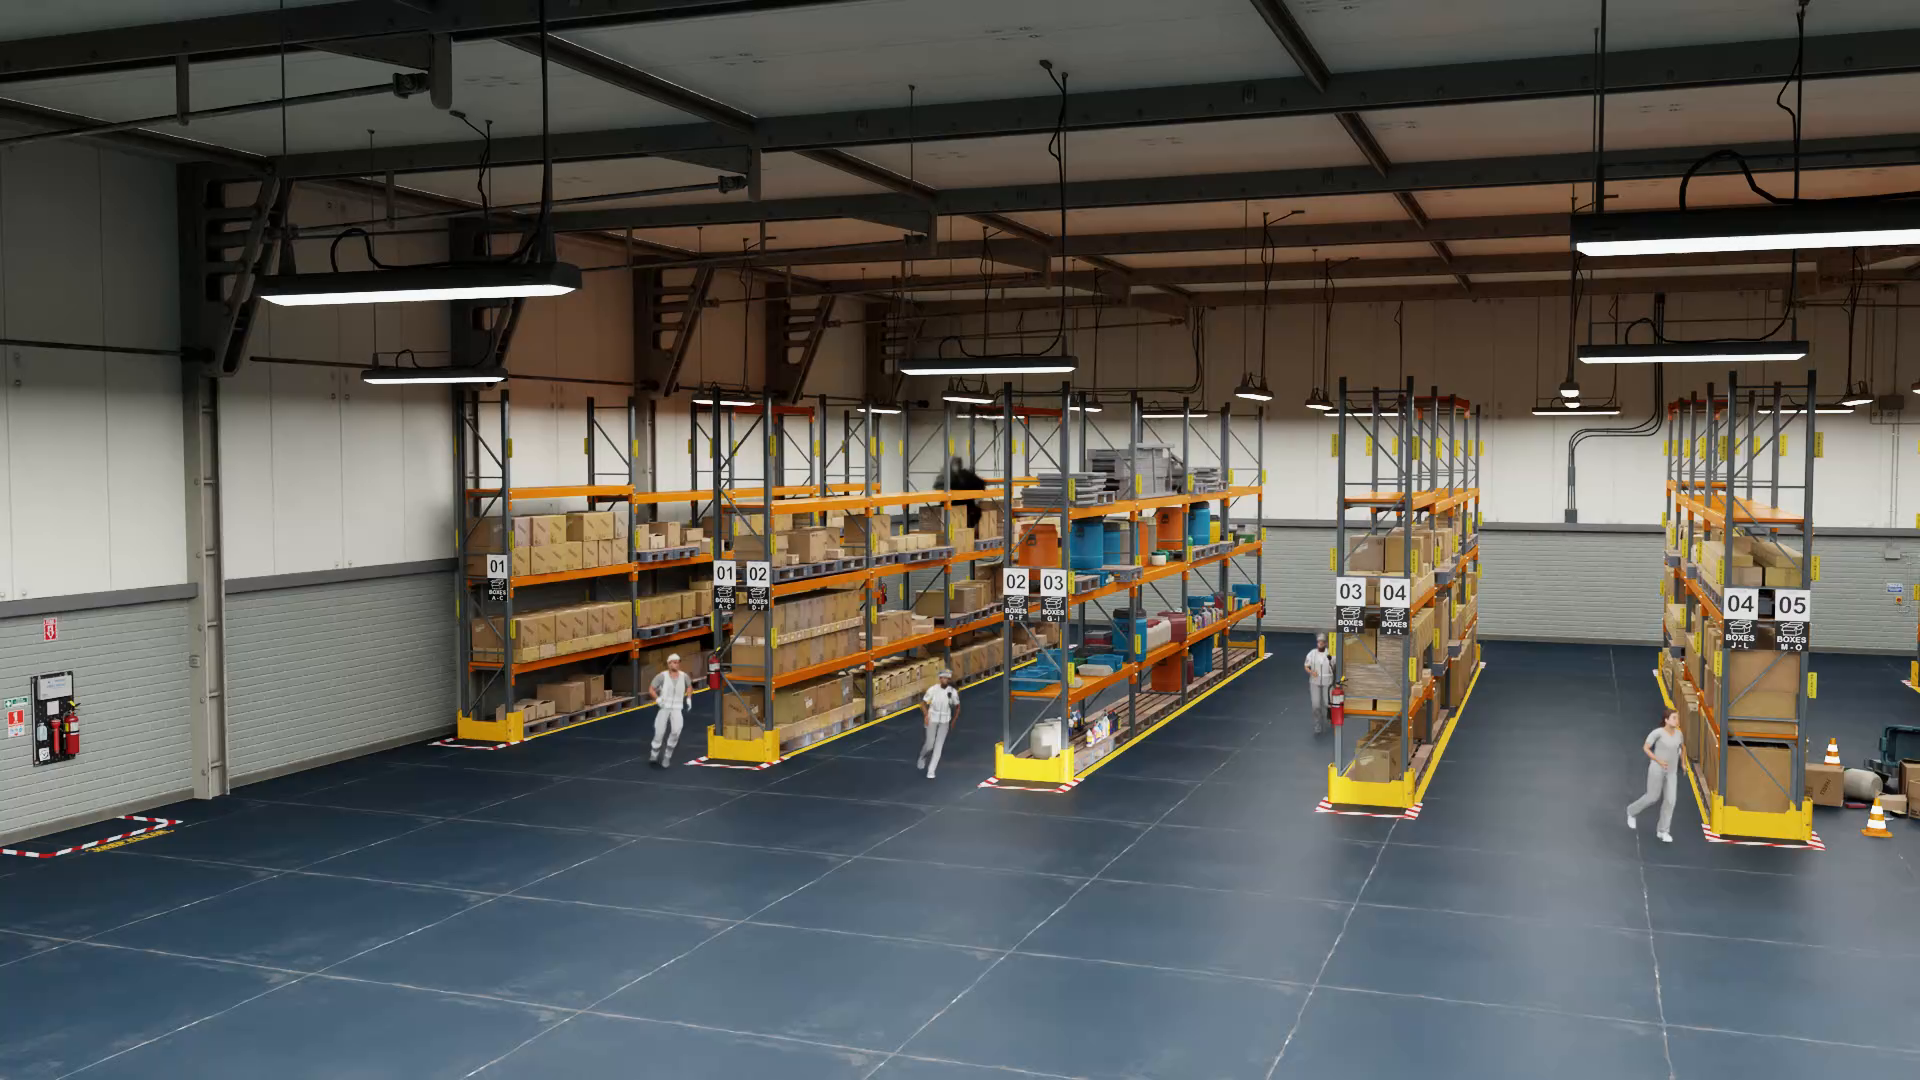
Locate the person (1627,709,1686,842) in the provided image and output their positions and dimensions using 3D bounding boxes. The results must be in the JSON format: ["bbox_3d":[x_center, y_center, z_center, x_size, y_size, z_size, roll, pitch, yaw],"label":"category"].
[{"bbox_3d":[9.105,2.991,21.483,0.635,1.651,0.829,-1,3,-11],"label":"person"}]

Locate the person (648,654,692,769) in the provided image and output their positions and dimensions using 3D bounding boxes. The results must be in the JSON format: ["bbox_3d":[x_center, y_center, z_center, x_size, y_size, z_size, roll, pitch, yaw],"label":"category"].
[{"bbox_3d":[-4.551,2.690,26.222,0.719,1.793,0.662,-1,3,-19],"label":"person"}]

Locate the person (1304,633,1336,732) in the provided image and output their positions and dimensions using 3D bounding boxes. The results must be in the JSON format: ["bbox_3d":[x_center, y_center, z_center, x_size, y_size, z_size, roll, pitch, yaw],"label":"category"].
[{"bbox_3d":[6.409,2.525,29.358,0.674,1.751,0.614,1,3,17],"label":"person"}]

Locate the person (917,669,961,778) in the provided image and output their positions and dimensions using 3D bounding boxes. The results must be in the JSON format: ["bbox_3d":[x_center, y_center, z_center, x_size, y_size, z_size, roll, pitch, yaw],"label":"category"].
[{"bbox_3d":[-0.312,2.780,25.509,0.658,1.641,0.567,0,3,-8],"label":"person"}]
